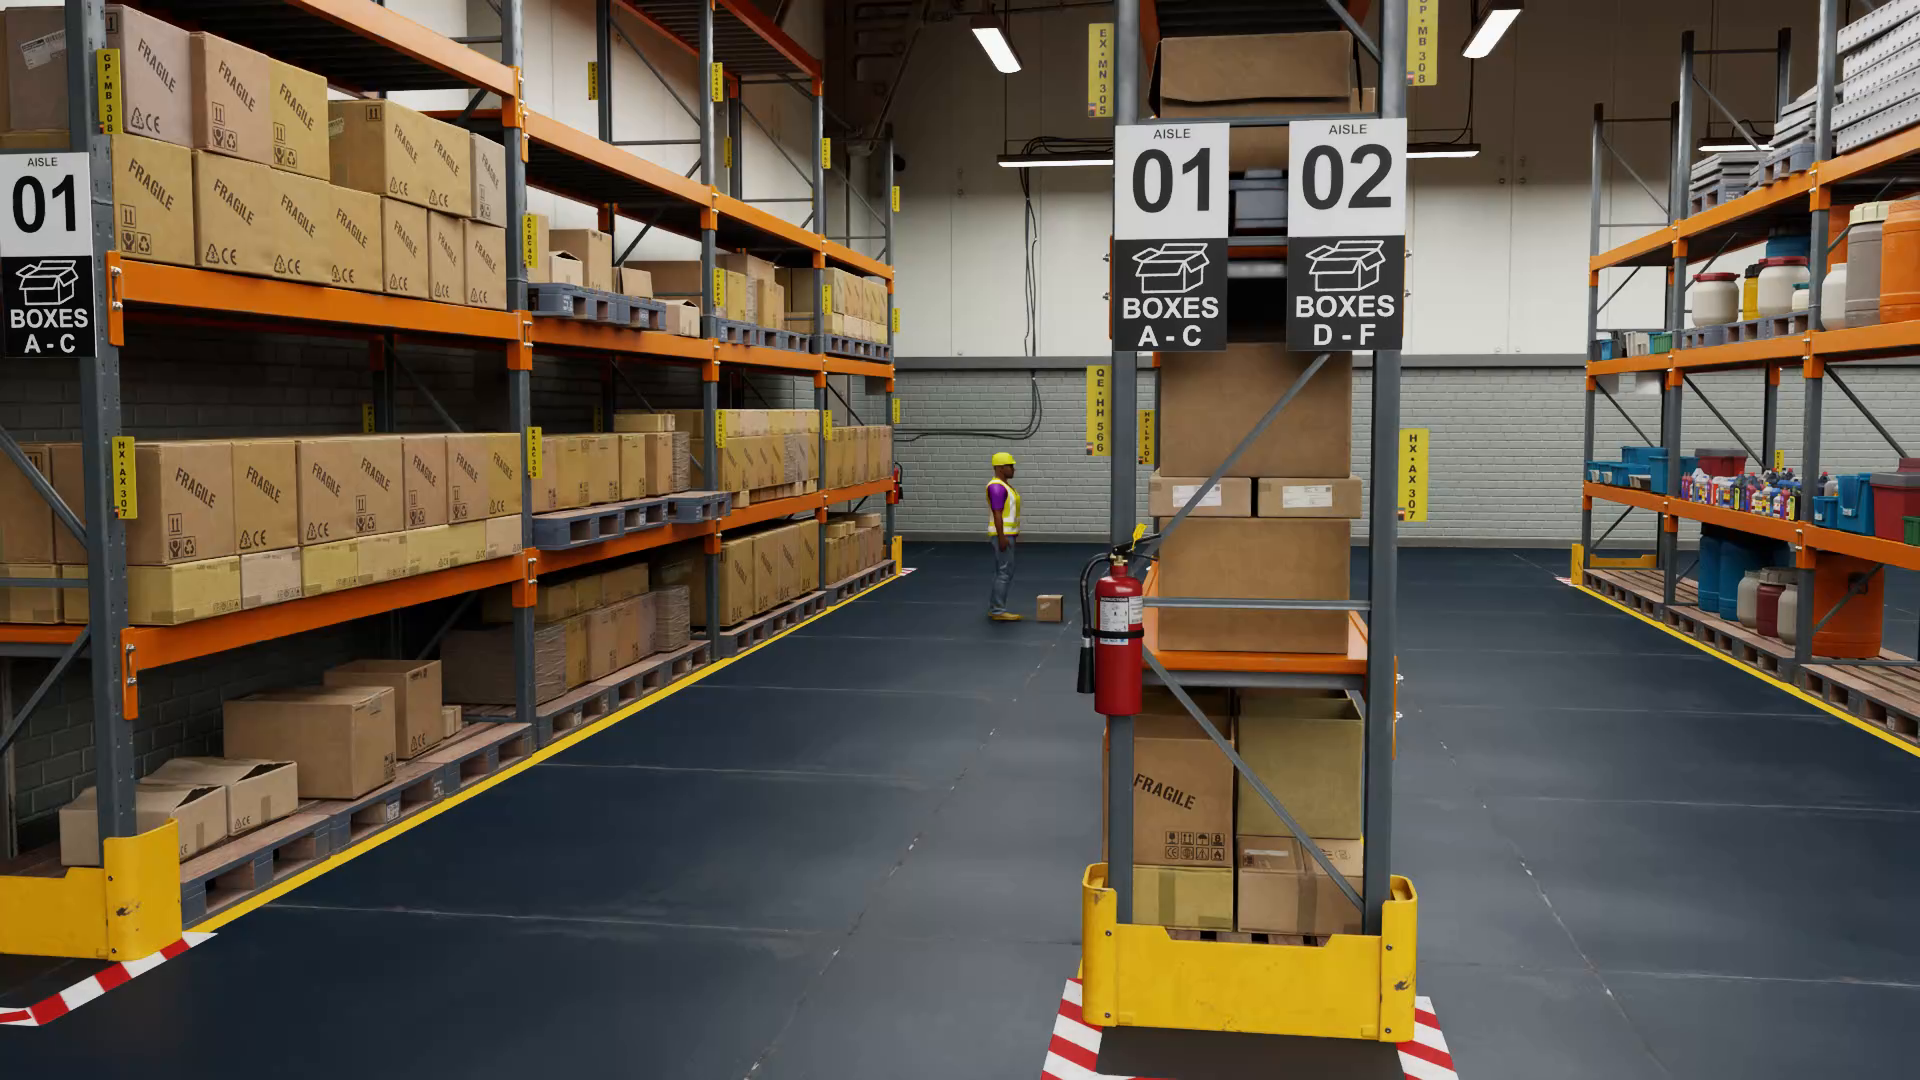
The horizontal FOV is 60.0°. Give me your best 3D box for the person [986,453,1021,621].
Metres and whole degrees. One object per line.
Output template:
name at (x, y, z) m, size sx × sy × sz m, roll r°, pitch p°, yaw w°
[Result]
person at (0.478, -0.030, 17.533) m, size 0.380 × 1.783 × 0.562 m, roll 1°, pitch 5°, yaw 10°
